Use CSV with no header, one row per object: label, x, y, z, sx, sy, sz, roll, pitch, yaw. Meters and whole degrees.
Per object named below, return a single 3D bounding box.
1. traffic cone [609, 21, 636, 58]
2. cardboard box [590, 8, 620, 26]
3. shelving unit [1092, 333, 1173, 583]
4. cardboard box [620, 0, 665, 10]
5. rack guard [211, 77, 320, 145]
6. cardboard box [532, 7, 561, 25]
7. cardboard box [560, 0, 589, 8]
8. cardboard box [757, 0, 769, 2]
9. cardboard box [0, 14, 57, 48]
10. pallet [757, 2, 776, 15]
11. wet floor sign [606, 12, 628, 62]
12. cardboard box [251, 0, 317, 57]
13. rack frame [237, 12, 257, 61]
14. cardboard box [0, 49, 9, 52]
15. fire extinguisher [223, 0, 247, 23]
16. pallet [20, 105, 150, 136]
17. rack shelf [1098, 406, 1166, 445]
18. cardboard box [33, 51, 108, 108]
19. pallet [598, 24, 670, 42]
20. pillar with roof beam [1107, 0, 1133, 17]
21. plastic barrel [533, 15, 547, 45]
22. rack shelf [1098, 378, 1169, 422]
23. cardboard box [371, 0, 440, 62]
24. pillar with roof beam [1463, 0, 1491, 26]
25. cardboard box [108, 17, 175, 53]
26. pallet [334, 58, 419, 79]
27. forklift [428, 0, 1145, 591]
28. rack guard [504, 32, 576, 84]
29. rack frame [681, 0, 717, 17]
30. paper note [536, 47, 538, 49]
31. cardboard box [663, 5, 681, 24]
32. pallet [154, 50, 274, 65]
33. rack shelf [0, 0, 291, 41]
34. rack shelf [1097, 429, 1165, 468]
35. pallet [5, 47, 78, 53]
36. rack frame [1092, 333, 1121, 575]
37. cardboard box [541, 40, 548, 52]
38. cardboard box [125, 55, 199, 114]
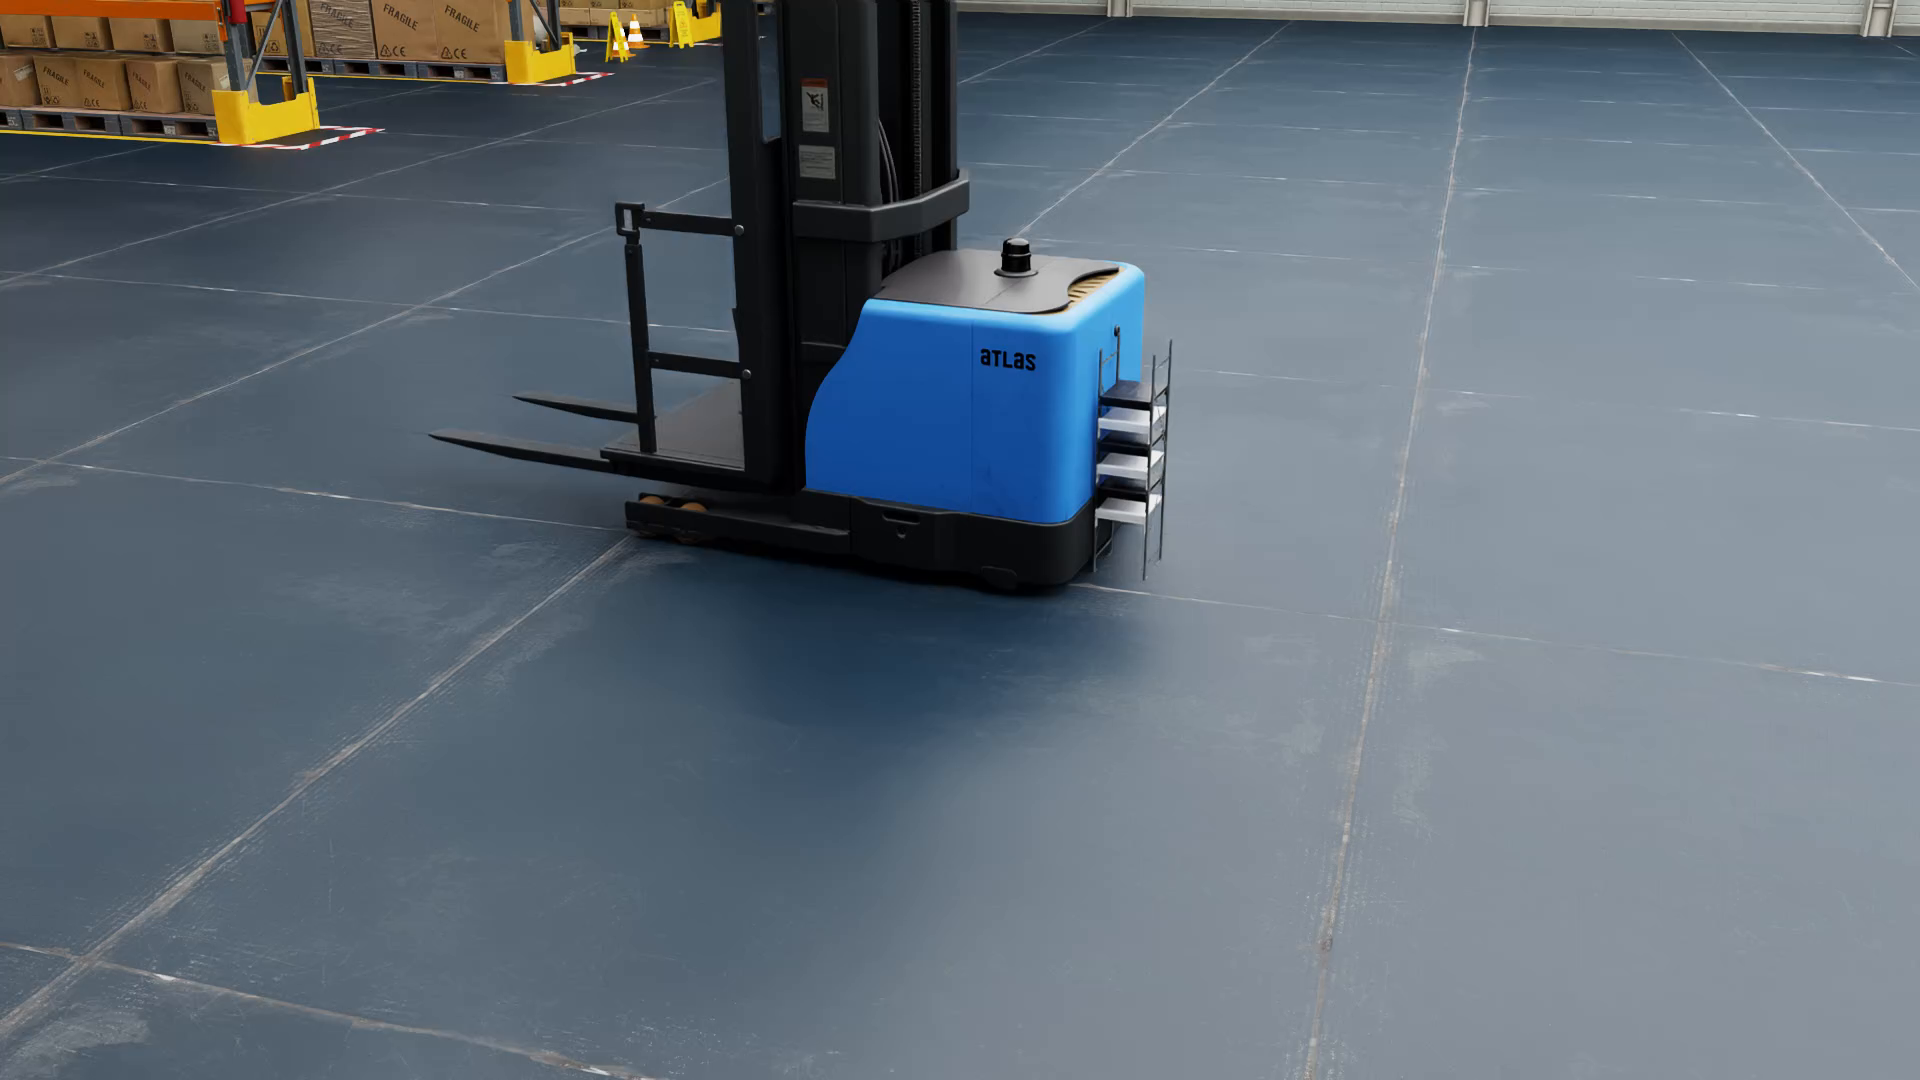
traffic cone,-4.741,-6.998,23.220,0.334,0.463,0.336,7,23,16
cardboard box,-5.306,-8.006,25.405,0.500,0.250,0.500,7,23,16
shelving unit,0.655,-0.310,6.340,0.210,0.900,0.258,9,24,21
cardboard box,-4.803,-8.296,25.123,0.500,0.500,0.500,7,23,16
rack guard,-6.896,-4.285,16.557,0.348,0.500,1.175,7,23,16
cardboard box,-6.281,-8.120,25.682,0.500,0.250,0.500,6,23,15
cardboard box,-5.785,-8.410,25.401,0.500,0.500,0.500,6,23,14
cardboard box,-3.545,-9.754,29.667,0.500,0.250,0.500,7,23,15
cardboard box,-12.396,-7.155,22.671,0.750,0.750,1.050,6,23,15
pallet,-3.275,-9.616,29.934,1.213,0.211,1.003,7,23,16
wet floor sign,-4.695,-6.851,22.622,0.232,0.644,0.267,3,22,6
cardboard box,-8.542,-6.779,21.591,0.875,0.875,0.875,7,23,16
rack frame,-9.124,-7.662,21.498,0.127,3.000,1.000,7,23,16
cardboard box,-10.282,-4.851,17.384,0.500,0.500,0.500,6,23,14
fire extinguisher,-6.847,-5.217,15.638,0.183,0.674,0.296,7,23,16
pallet,-8.828,-4.387,17.188,1.213,0.211,1.003,7,23,16
rack shelf,0.655,-0.446,6.284,0.200,0.077,0.258,9,24,21
cardboard box,-9.114,-4.751,17.141,0.500,0.500,0.500,4,23,11
pallet,-4.801,-7.854,25.638,1.213,0.211,1.003,7,23,16
pillar with roof beam,1.564,-11.795,23.667,0.400,9.000,9.100,7,23,16
plastic barrel,-6.376,-7.518,24.540,0.512,0.421,0.421,-14,26,-30
rack shelf,0.655,-0.529,6.250,0.200,0.077,0.258,9,24,21
cardboard box,-6.806,-6.581,21.108,0.875,0.875,0.875,6,23,15
pillar with roof beam,7.308,-11.137,22.063,0.400,9.000,9.100,7,23,16
cardboard box,-10.666,-6.958,22.192,0.750,0.750,1.050,7,23,15
pallet,-7.247,-6.127,21.430,1.213,0.211,1.003,7,23,15
forklift,-0.818,-1.512,6.594,3.031,2.935,1.130,9,24,21
rack guard,-5.271,-6.065,20.897,0.348,0.500,1.175,7,23,16
rack frame,-3.961,-9.034,24.840,0.127,3.000,1.000,7,23,16
paper note,-6.211,-7.183,24.255,0.142,0.019,0.148,16,27,34
cardboard box,-4.654,-8.145,25.743,0.500,0.250,0.500,6,23,15
pallet,-9.884,-6.430,22.166,1.213,0.211,1.003,7,23,16
rack shelf,-8.738,-5.319,16.733,4.000,0.370,1.077,7,23,16
rack shelf,0.655,-0.362,6.318,0.200,0.077,0.258,9,24,21
pallet,-12.220,-6.697,22.818,1.213,0.211,1.003,7,23,16
rack frame,0.561,-0.325,6.376,0.006,0.900,0.240,9,24,21
cardboard box,-5.799,-7.124,23.942,0.380,0.149,0.250,-20,29,-39
cardboard box,-7.999,-4.598,16.768,0.500,0.500,0.500,13,26,29
